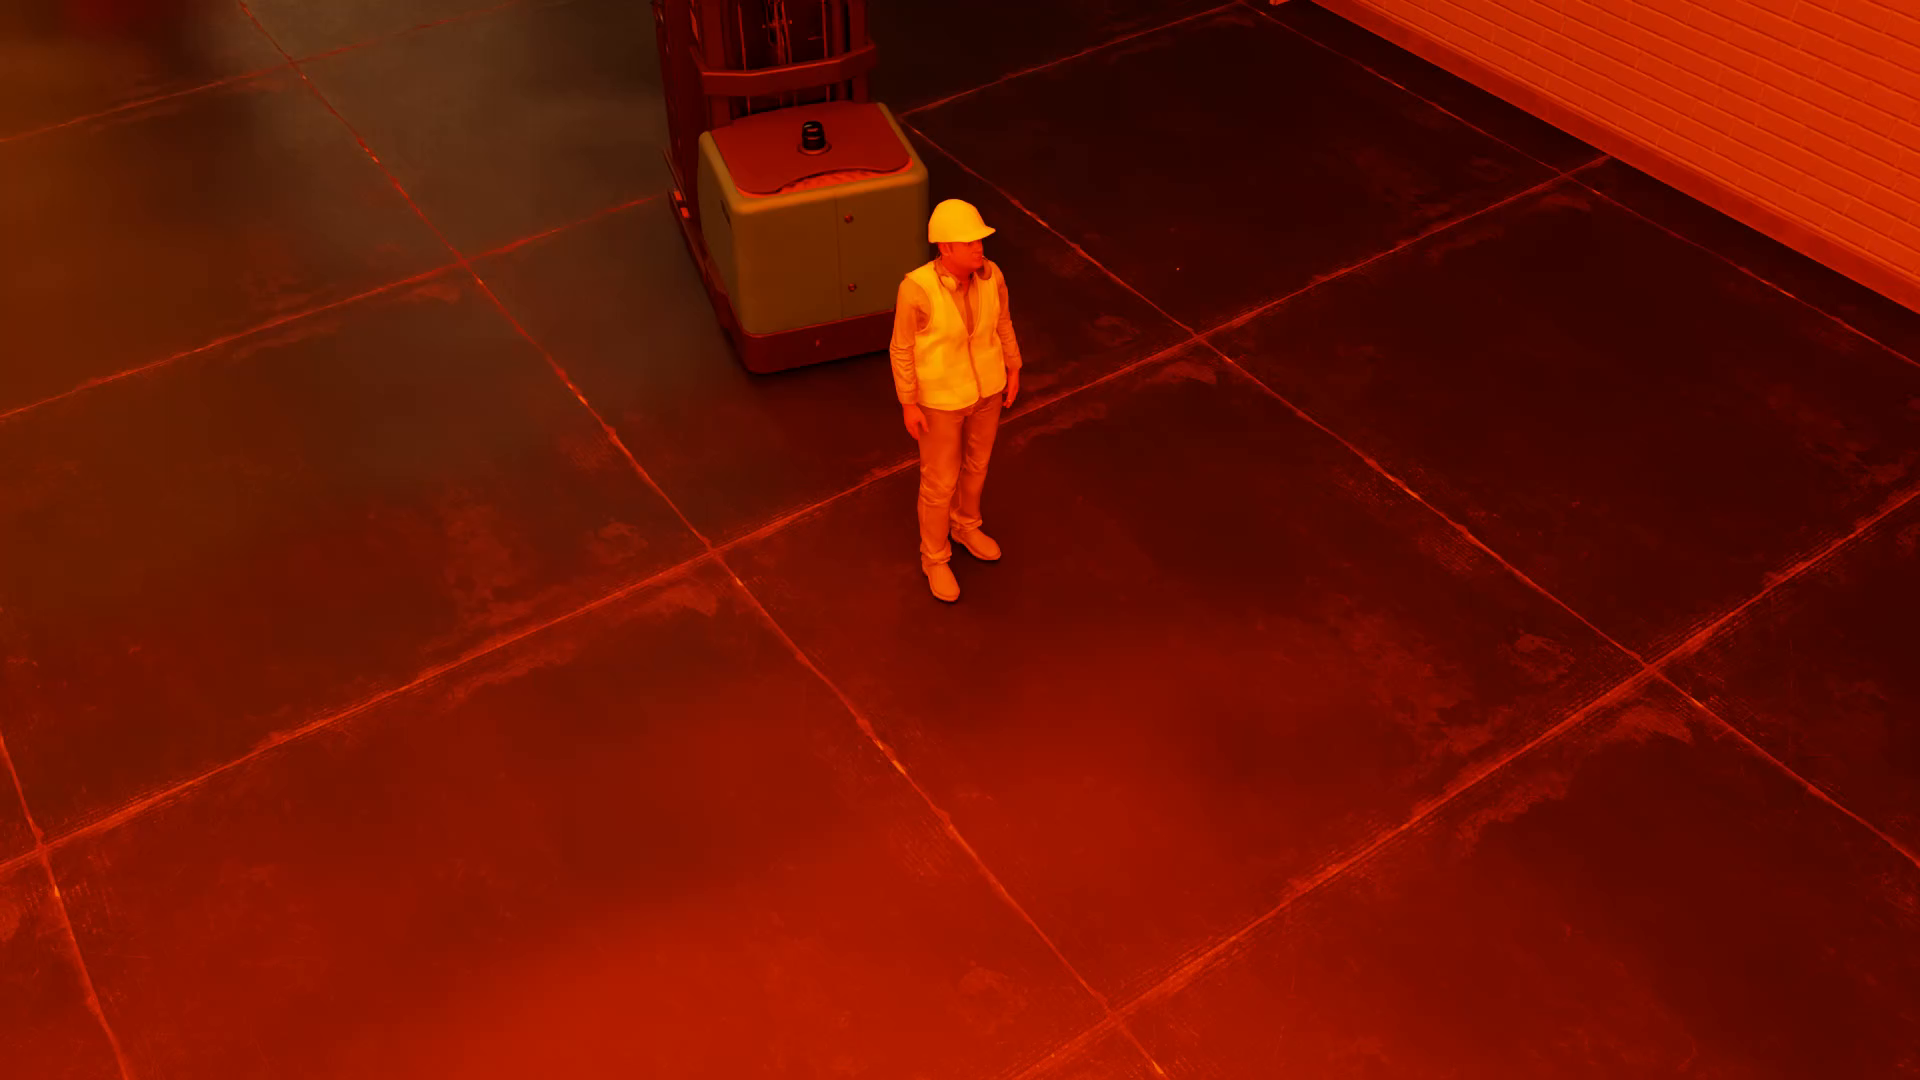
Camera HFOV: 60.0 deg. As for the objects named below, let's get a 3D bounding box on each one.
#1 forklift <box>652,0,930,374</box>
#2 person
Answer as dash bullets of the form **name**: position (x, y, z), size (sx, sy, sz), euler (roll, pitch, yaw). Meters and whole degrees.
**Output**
- **forklift**: position (-1.104, -2.963, 8.930), size (1.130, 2.935, 3.031), euler (-13, 44, -14)
- **person**: position (0.030, -0.620, 7.231), size (0.633, 1.775, 0.566), euler (-25, 48, -25)
